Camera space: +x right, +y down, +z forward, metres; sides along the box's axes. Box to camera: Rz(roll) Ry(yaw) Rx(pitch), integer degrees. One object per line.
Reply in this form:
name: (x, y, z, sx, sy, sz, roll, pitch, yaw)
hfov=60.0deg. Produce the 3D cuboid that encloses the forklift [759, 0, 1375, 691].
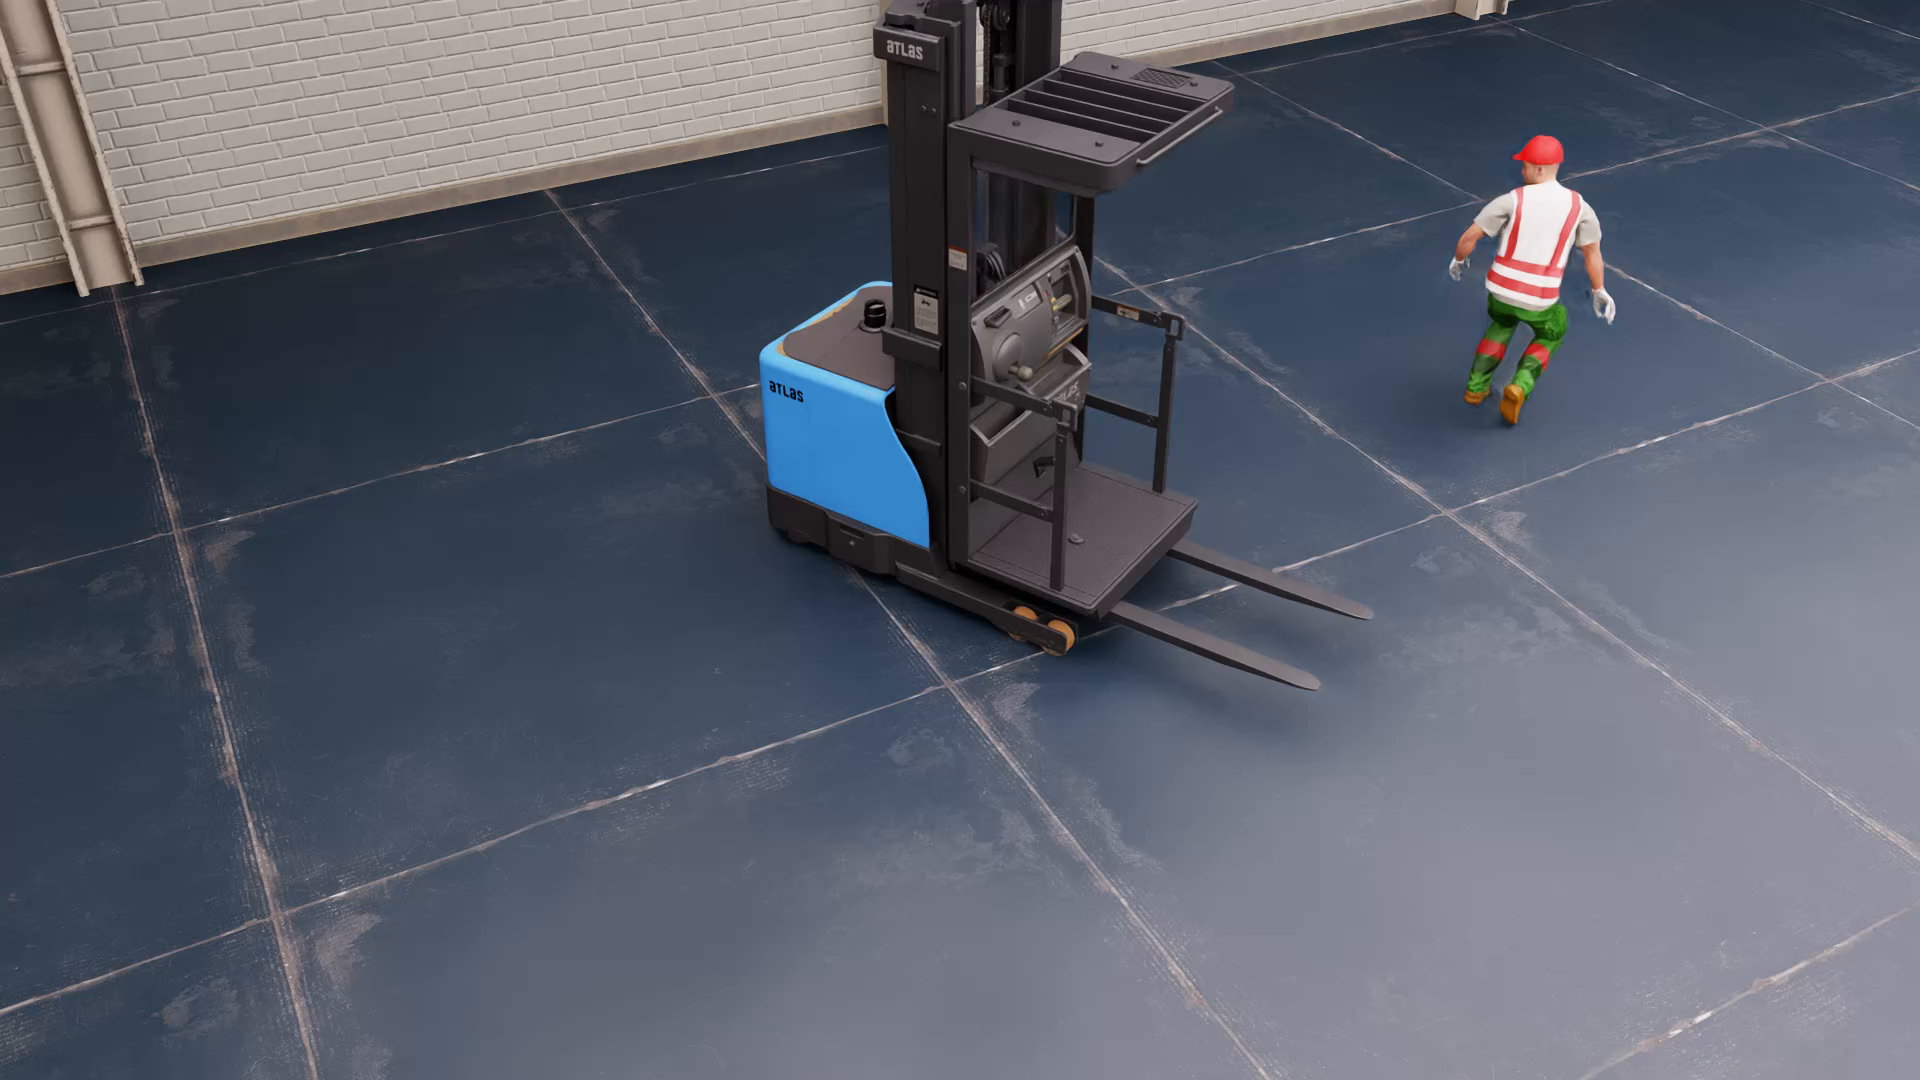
forklift: (0.506, -1.000, 7.537, 3.031, 2.935, 1.130, 21, 40, 27)

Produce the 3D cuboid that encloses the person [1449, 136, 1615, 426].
person: (3.205, -1.428, 9.340, 0.936, 1.586, 0.597, 16, 38, 21)
